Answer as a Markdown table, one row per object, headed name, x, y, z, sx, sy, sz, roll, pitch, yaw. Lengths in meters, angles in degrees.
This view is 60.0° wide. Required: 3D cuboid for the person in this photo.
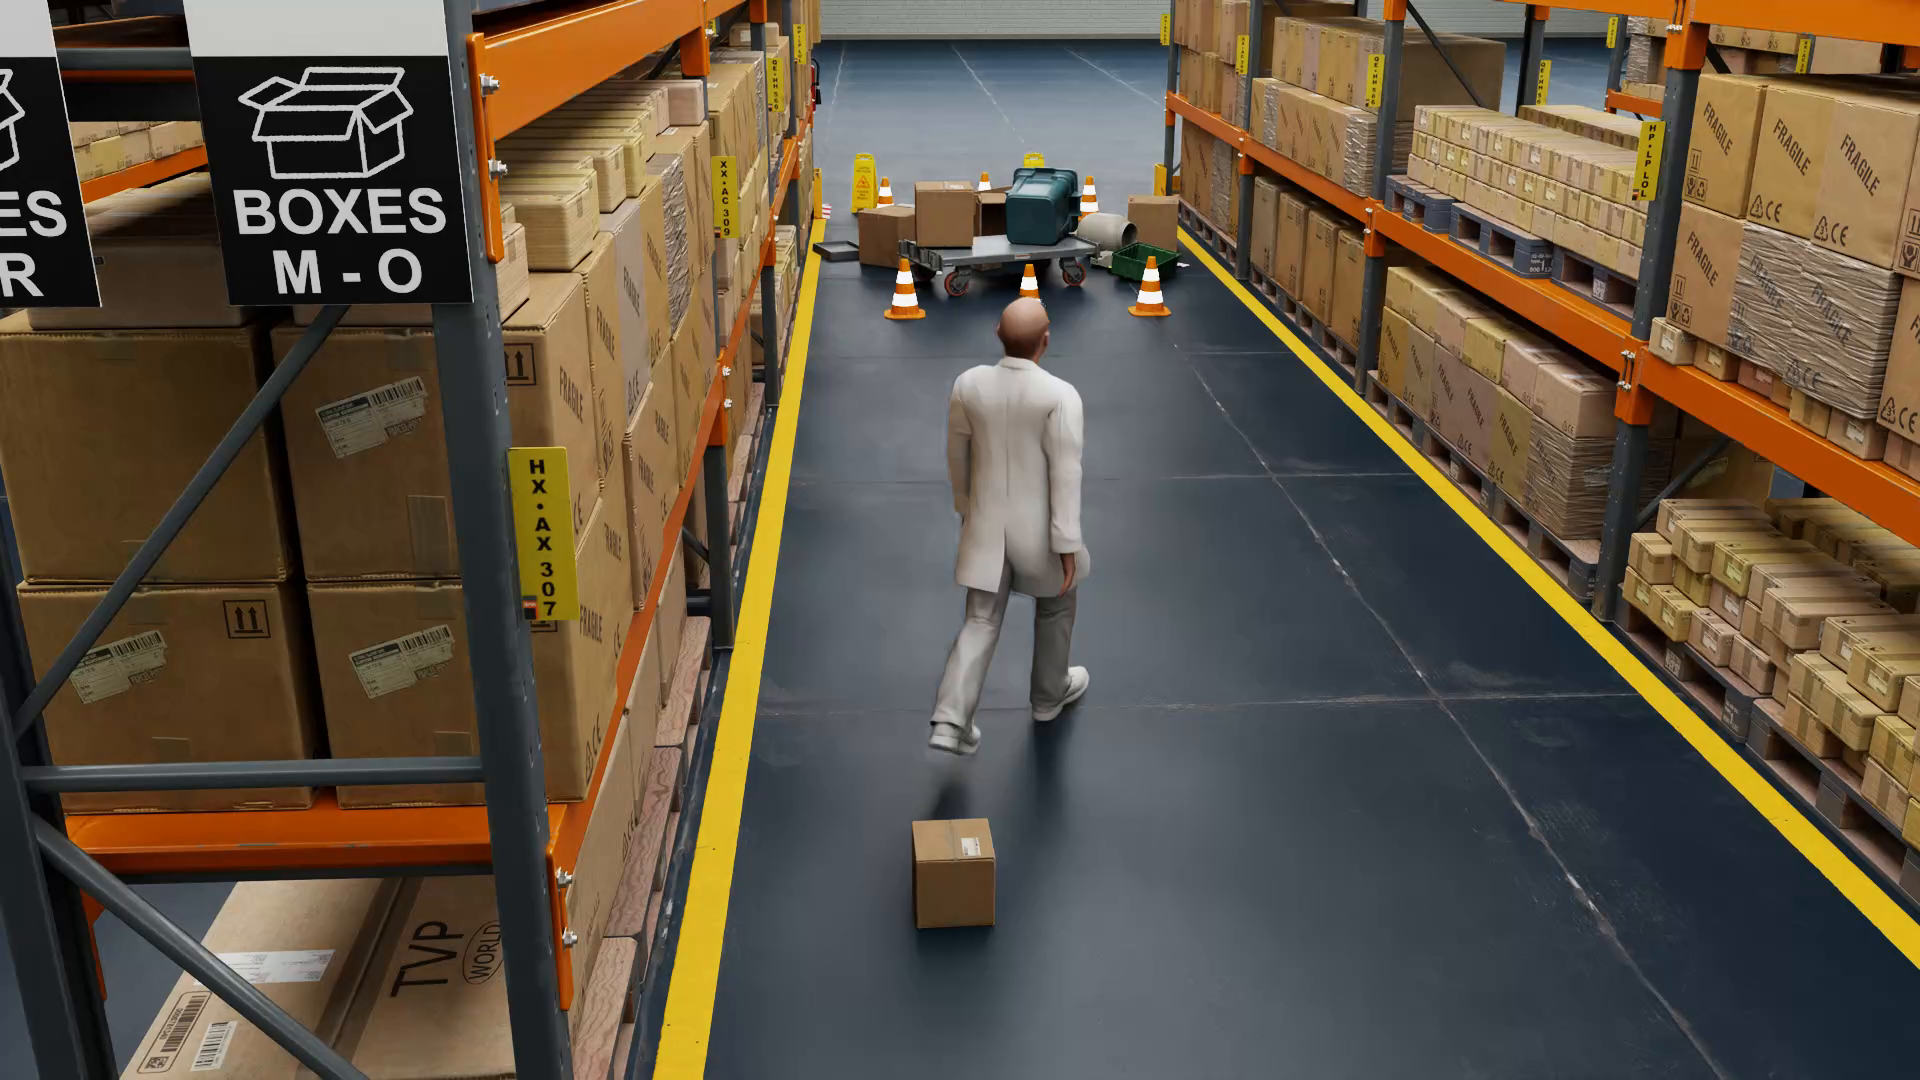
| name | x | y | z | sx | sy | sz | roll | pitch | yaw |
| --- | --- | --- | --- | --- | --- | --- | --- | --- | --- |
| person | 0.199 | -0.040 | 6.215 | 0.618 | 1.742 | 1.095 | 9 | 22 | 24 |
